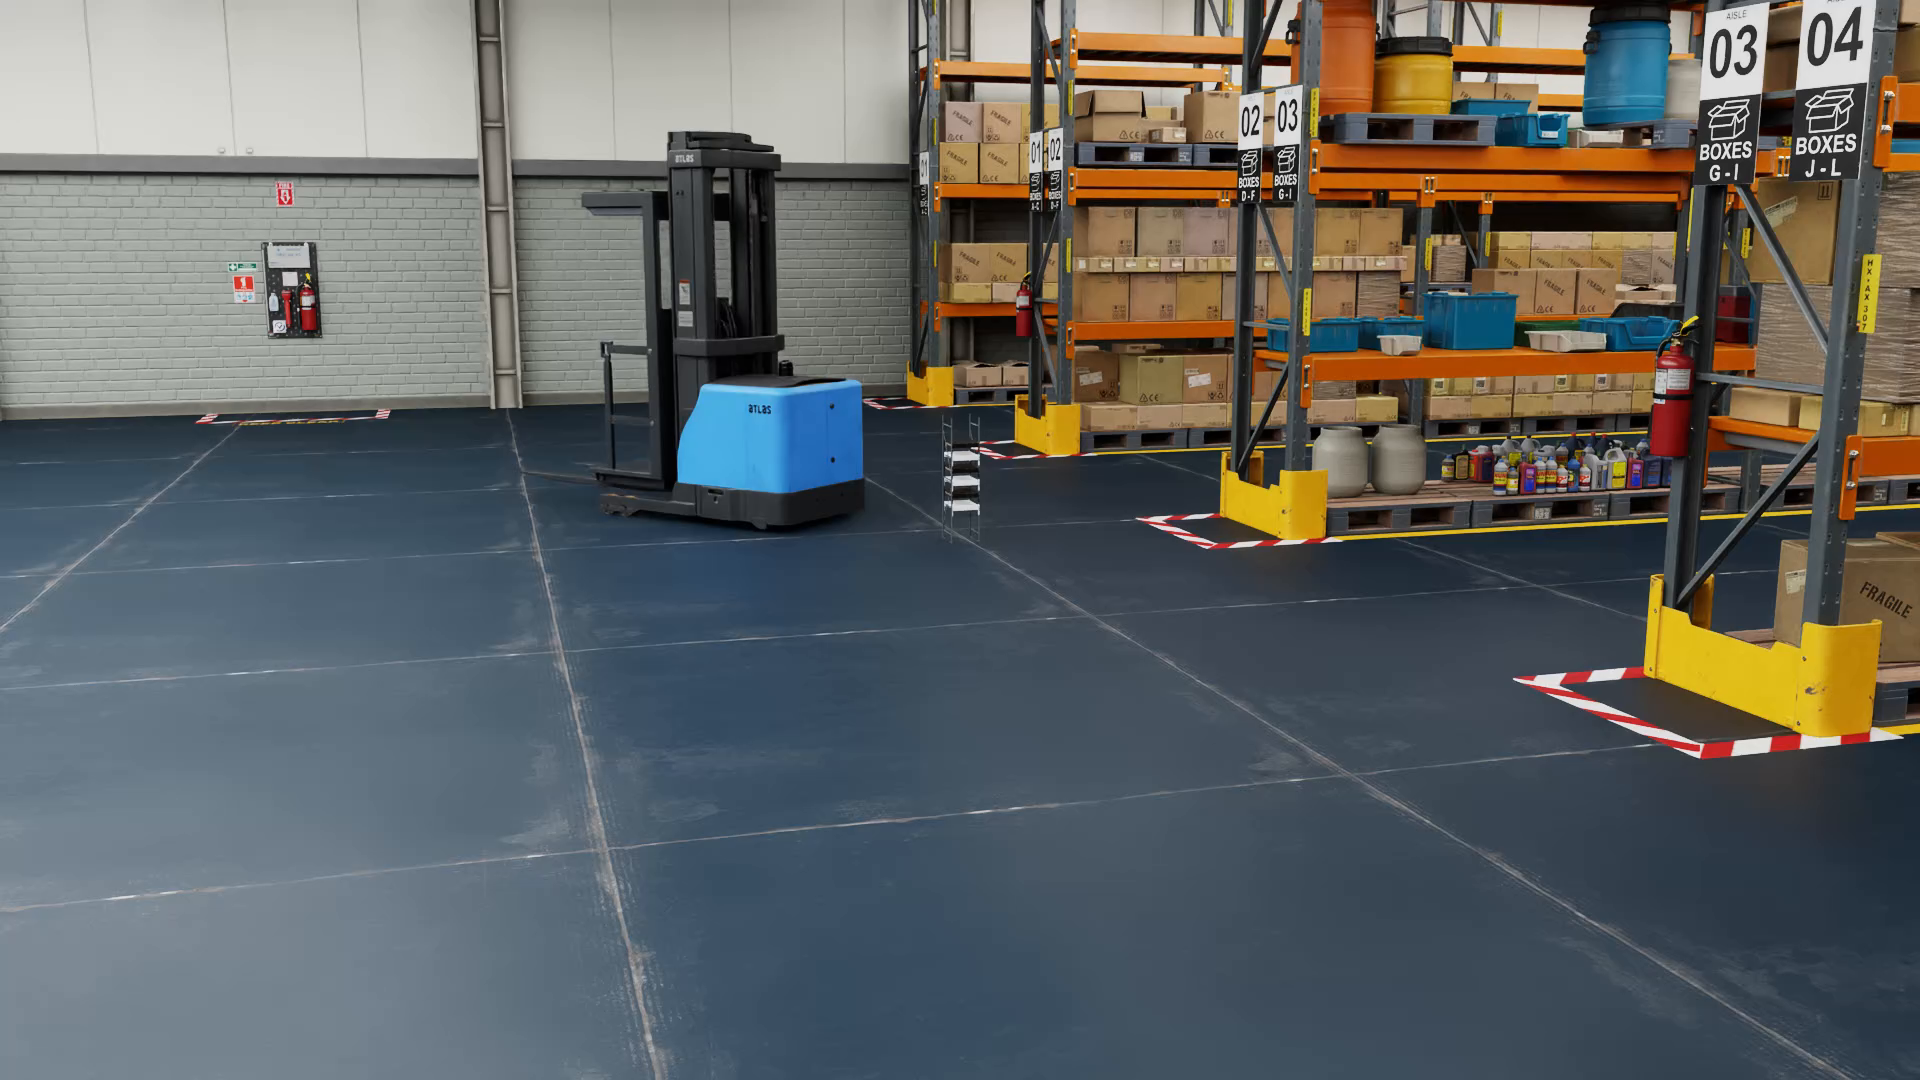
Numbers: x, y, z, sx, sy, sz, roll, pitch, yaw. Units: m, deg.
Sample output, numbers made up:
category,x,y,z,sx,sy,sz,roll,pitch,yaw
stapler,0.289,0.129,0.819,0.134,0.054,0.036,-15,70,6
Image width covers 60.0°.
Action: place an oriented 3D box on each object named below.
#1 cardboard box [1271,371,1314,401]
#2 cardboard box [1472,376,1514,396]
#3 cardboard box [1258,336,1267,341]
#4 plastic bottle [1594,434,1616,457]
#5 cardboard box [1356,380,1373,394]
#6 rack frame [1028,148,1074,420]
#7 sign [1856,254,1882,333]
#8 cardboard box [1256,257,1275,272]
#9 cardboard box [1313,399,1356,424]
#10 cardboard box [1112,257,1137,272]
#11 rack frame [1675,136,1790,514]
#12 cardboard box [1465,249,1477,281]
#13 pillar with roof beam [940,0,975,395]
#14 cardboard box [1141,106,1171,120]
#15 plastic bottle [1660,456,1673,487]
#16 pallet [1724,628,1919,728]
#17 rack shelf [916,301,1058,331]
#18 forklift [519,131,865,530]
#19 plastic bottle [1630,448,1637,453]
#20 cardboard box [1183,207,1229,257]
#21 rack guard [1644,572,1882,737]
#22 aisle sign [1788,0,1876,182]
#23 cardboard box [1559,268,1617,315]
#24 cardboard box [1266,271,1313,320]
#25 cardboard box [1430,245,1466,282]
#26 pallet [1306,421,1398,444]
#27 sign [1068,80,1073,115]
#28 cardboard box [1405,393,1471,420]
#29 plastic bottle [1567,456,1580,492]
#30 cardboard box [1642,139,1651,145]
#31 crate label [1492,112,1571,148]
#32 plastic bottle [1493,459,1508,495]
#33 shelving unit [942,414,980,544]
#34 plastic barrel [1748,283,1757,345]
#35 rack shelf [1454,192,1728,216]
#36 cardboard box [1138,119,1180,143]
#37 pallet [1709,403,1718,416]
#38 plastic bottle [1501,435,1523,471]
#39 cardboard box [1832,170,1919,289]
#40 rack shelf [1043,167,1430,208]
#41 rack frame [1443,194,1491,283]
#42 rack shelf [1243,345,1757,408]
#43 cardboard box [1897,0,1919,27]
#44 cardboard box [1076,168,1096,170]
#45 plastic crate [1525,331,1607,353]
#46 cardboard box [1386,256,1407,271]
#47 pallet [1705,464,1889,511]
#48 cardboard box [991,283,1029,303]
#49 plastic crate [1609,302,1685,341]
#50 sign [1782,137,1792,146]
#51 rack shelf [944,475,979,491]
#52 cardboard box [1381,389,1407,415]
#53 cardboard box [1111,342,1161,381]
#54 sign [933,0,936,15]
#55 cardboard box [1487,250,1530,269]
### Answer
category,x,y,z,sx,sy,sz,roll,pitch,yaw
cardboard box,3.413,-1.746,17.611,0.500,0.500,0.500,-3,11,-16
cardboard box,5.708,-1.766,18.241,0.500,0.311,0.500,-3,11,-17
cardboard box,4.495,-2.914,23.207,0.500,0.250,0.500,-3,11,-17
plastic bottle,5.290,-0.693,13.625,0.185,0.351,0.144,-3,11,-16
cardboard box,4.227,-1.888,18.381,0.500,0.500,0.500,-3,11,-16
rack frame,0.919,-2.432,16.970,0.127,3.000,1.000,-3,11,-16
sign,3.836,-1.041,7.024,0.005,0.325,0.100,-3,11,-16
cardboard box,3.085,-2.873,17.301,0.250,0.149,0.380,-3,11,-14
cardboard box,3.893,-1.403,17.818,0.500,0.250,0.500,-3,11,-16
cardboard box,1.609,-2.796,16.882,0.250,0.149,0.380,-3,11,-17
rack frame,6.141,-1.773,13.391,0.127,3.000,1.000,-3,11,-16
cardboard box,7.592,-3.972,24.187,0.500,0.500,0.500,-3,11,-16
pillar with roof beam,1.164,-5.680,18.048,0.400,9.000,9.100,-3,11,-16
cardboard box,2.440,-5.419,21.818,0.500,0.500,0.500,-2,11,-13
plastic bottle,5.603,-0.604,13.142,0.185,0.351,0.144,-3,11,-17
pallet,4.547,0.623,8.078,1.213,0.211,1.003,-3,11,-16
rack shelf,1.451,-3.040,22.261,4.000,0.370,1.077,-3,11,-16
forklift,-2.255,-1.698,13.176,3.031,2.935,1.130,7,12,33
plastic bottle,5.615,-0.668,13.903,0.097,0.201,0.097,0,10,0
cardboard box,2.409,-3.196,17.263,0.500,0.500,0.700,-3,11,-16
rack guard,3.757,0.516,7.862,0.348,0.500,1.175,-3,11,-16
aisle sign,3.709,-1.933,7.079,0.004,0.787,0.394,-3,11,-16
cardboard box,6.994,-2.798,18.683,0.500,0.500,0.500,-4,11,-19
cardboard box,3.348,-2.607,17.647,0.500,0.500,0.700,-3,11,-15
cardboard box,6.764,-3.937,23.658,0.500,0.500,0.700,-4,11,-23
pallet,3.984,-1.230,18.143,1.213,0.211,1.003,-3,11,-16
sign,1.068,-4.279,16.086,0.005,0.325,0.100,-3,11,-16
cardboard box,5.216,-1.466,18.157,0.500,0.250,0.500,-3,11,-17
plastic bottle,4.748,-0.515,12.880,0.097,0.271,0.097,0,10,0
cardboard box,7.682,-4.382,18.534,0.500,0.250,0.500,-3,11,-14
crate label,4.189,-3.010,12.236,0.408,0.251,0.502,-3,11,-16
plastic bottle,4.128,-0.482,12.703,0.097,0.271,0.097,0,10,0
shelving unit,0.008,-0.443,11.967,0.210,0.900,0.258,-3,11,-16
plastic barrel,6.596,-1.986,13.166,0.708,0.901,0.600,-3,11,-16
rack shelf,9.132,-4.920,24.189,4.000,0.370,1.077,-3,11,-16
cardboard box,1.951,-4.213,17.227,0.500,0.250,0.500,-3,11,-16
pallet,9.328,-1.496,19.591,1.213,0.211,1.003,-3,11,-16
plastic bottle,4.482,-0.677,13.541,0.185,0.351,0.144,-3,11,-14
cardboard box,4.289,-1.377,7.382,0.500,0.500,0.500,-3,11,-16
rack shelf,2.839,-3.654,17.313,4.000,0.370,1.077,-3,11,-16
rack frame,7.212,-3.697,23.846,0.127,3.000,1.000,-3,11,-16
rack shelf,4.220,-1.318,12.906,4.000,0.370,1.077,-3,11,-16
cardboard box,4.013,-2.281,7.178,0.250,0.149,0.380,-3,11,-16
cardboard box,1.453,-4.879,21.648,0.500,0.500,0.500,-2,11,-12
plastic crate,4.652,-1.517,12.729,0.437,0.136,0.530,-3,11,-16
cardboard box,4.558,-2.951,17.725,0.250,0.149,0.380,-3,11,-16
pallet,6.884,-0.448,13.896,1.213,0.211,1.003,-3,11,-16
cardboard box,0.583,-3.227,21.649,0.500,0.250,0.500,-3,11,-18
plastic crate,5.602,-1.738,13.373,0.504,0.338,0.767,-3,11,-16
sign,6.284,-3.156,12.596,0.005,0.325,0.100,-3,11,-16
rack shelf,0.008,-0.410,11.973,0.200,0.077,0.258,-3,11,-16
cardboard box,5.077,-1.560,18.668,0.500,0.250,0.500,-3,11,-16
cardboard box,2.386,-2.423,22.610,0.500,0.500,0.500,-4,11,-20
sign,-0.318,-6.647,20.499,0.005,0.325,0.100,-3,11,-16
cardboard box,7.750,-3.883,23.700,0.500,0.500,0.500,-3,11,-14
